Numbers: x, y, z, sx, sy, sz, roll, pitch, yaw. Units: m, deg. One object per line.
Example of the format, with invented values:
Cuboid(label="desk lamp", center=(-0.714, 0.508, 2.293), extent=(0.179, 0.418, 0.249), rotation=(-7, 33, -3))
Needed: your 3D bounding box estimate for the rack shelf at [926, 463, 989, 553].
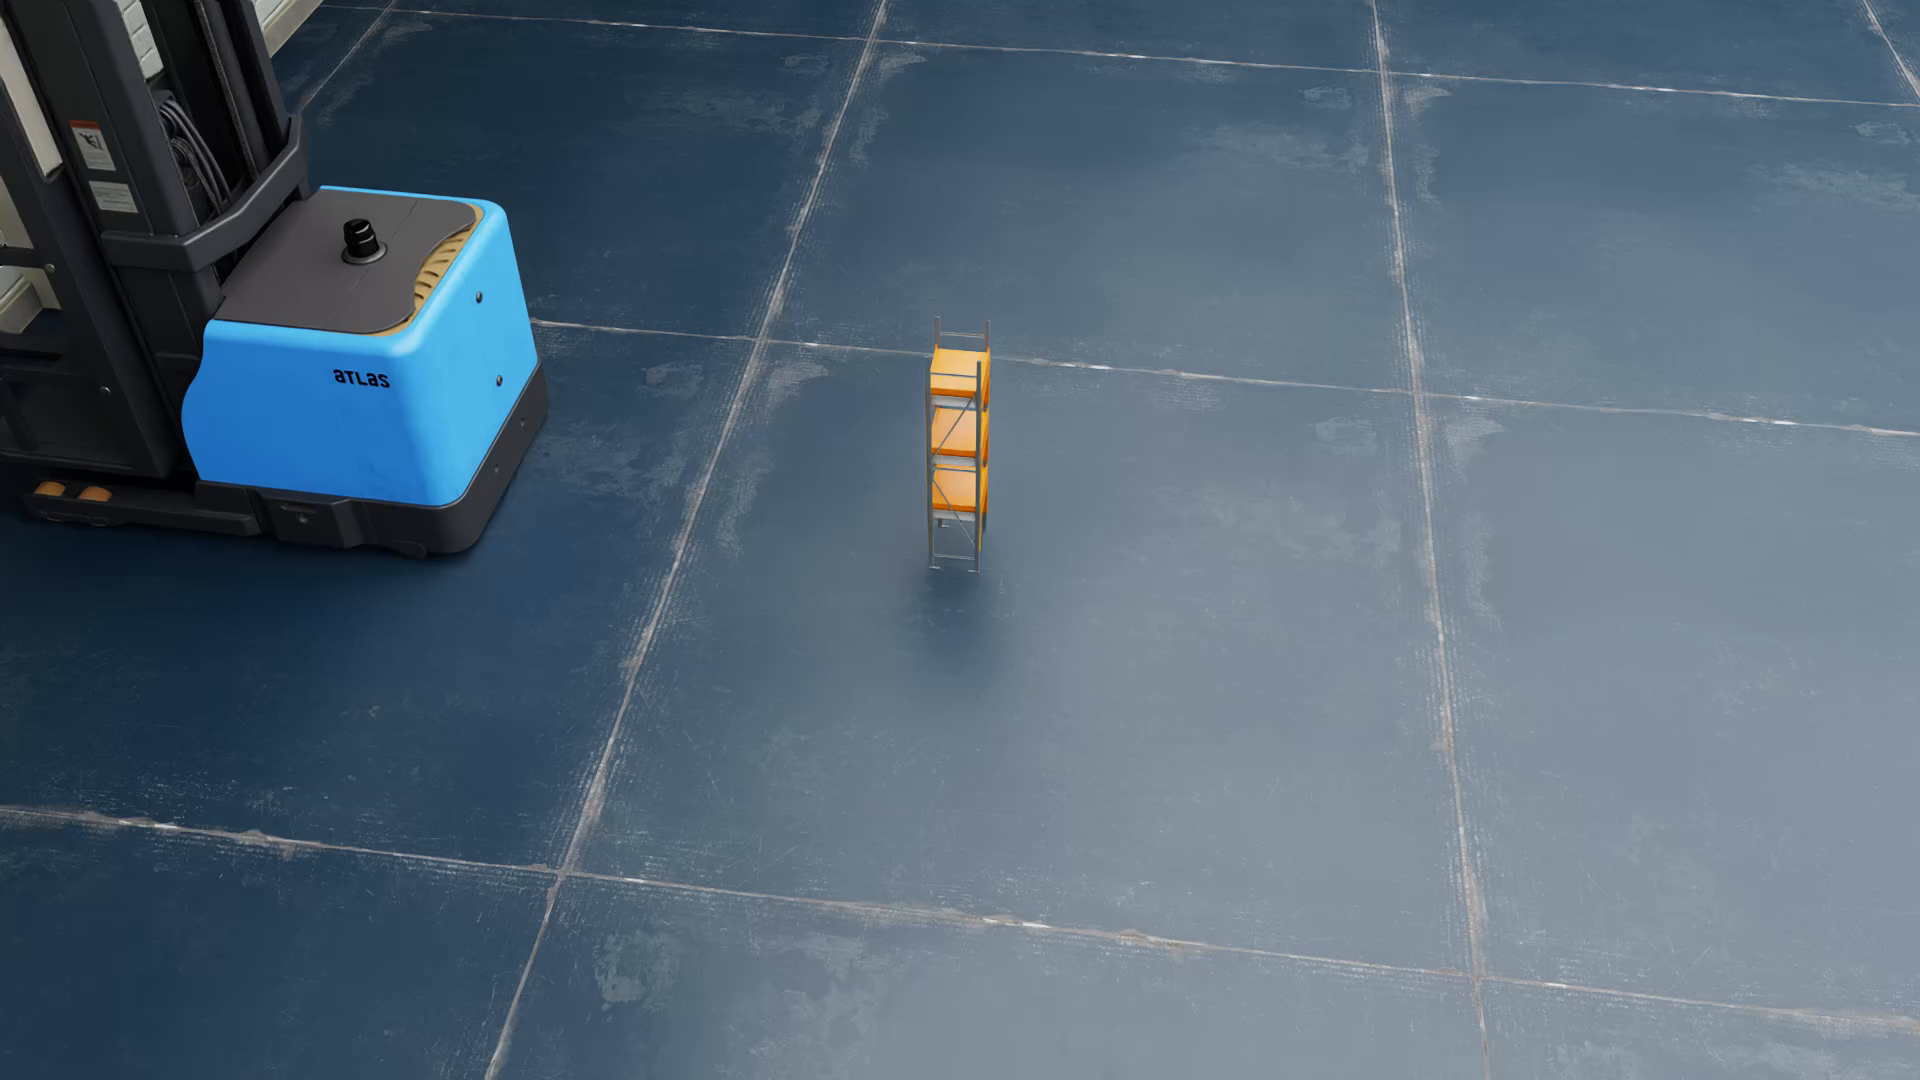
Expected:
Cuboid(label="rack shelf", center=(-0.007, -0.135, 6.549), extent=(0.215, 0.259, 0.240), rotation=(5, 44, 6))

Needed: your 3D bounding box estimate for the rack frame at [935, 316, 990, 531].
Cuboid(label="rack frame", center=(0.009, -0.428, 6.438), extent=(0.200, 1.050, 0.008), rotation=(5, 44, 6))

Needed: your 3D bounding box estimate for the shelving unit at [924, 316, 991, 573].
Cuboid(label="shelving unit", center=(-0.007, -0.345, 6.351), extent=(0.215, 1.050, 0.252), rotation=(5, 44, 6))

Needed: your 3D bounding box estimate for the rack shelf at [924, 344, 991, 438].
Cuboid(label="rack shelf", center=(-0.007, -0.543, 6.163), extent=(0.215, 0.259, 0.240), rotation=(5, 44, 6))

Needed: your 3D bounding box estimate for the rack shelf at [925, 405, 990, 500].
Cuboid(label="rack shelf", center=(-0.007, -0.337, 6.358), extent=(0.215, 0.259, 0.240), rotation=(5, 44, 6))

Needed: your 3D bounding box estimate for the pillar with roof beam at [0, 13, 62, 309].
Cuboid(label="pillar with roof beam", center=(0.046, -4.107, 4.543), extent=(9.100, 9.000, 0.400), rotation=(5, 44, 6))

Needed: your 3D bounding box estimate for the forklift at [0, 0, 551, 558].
Cuboid(label="forklift", center=(-3.354, -1.471, 6.172), extent=(3.031, 2.935, 1.130), rotation=(6, 44, 7))

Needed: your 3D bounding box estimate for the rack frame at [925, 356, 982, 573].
Cuboid(label="rack frame", center=(-0.023, -0.262, 6.263), extent=(0.200, 1.050, 0.008), rotation=(5, 44, 6))
